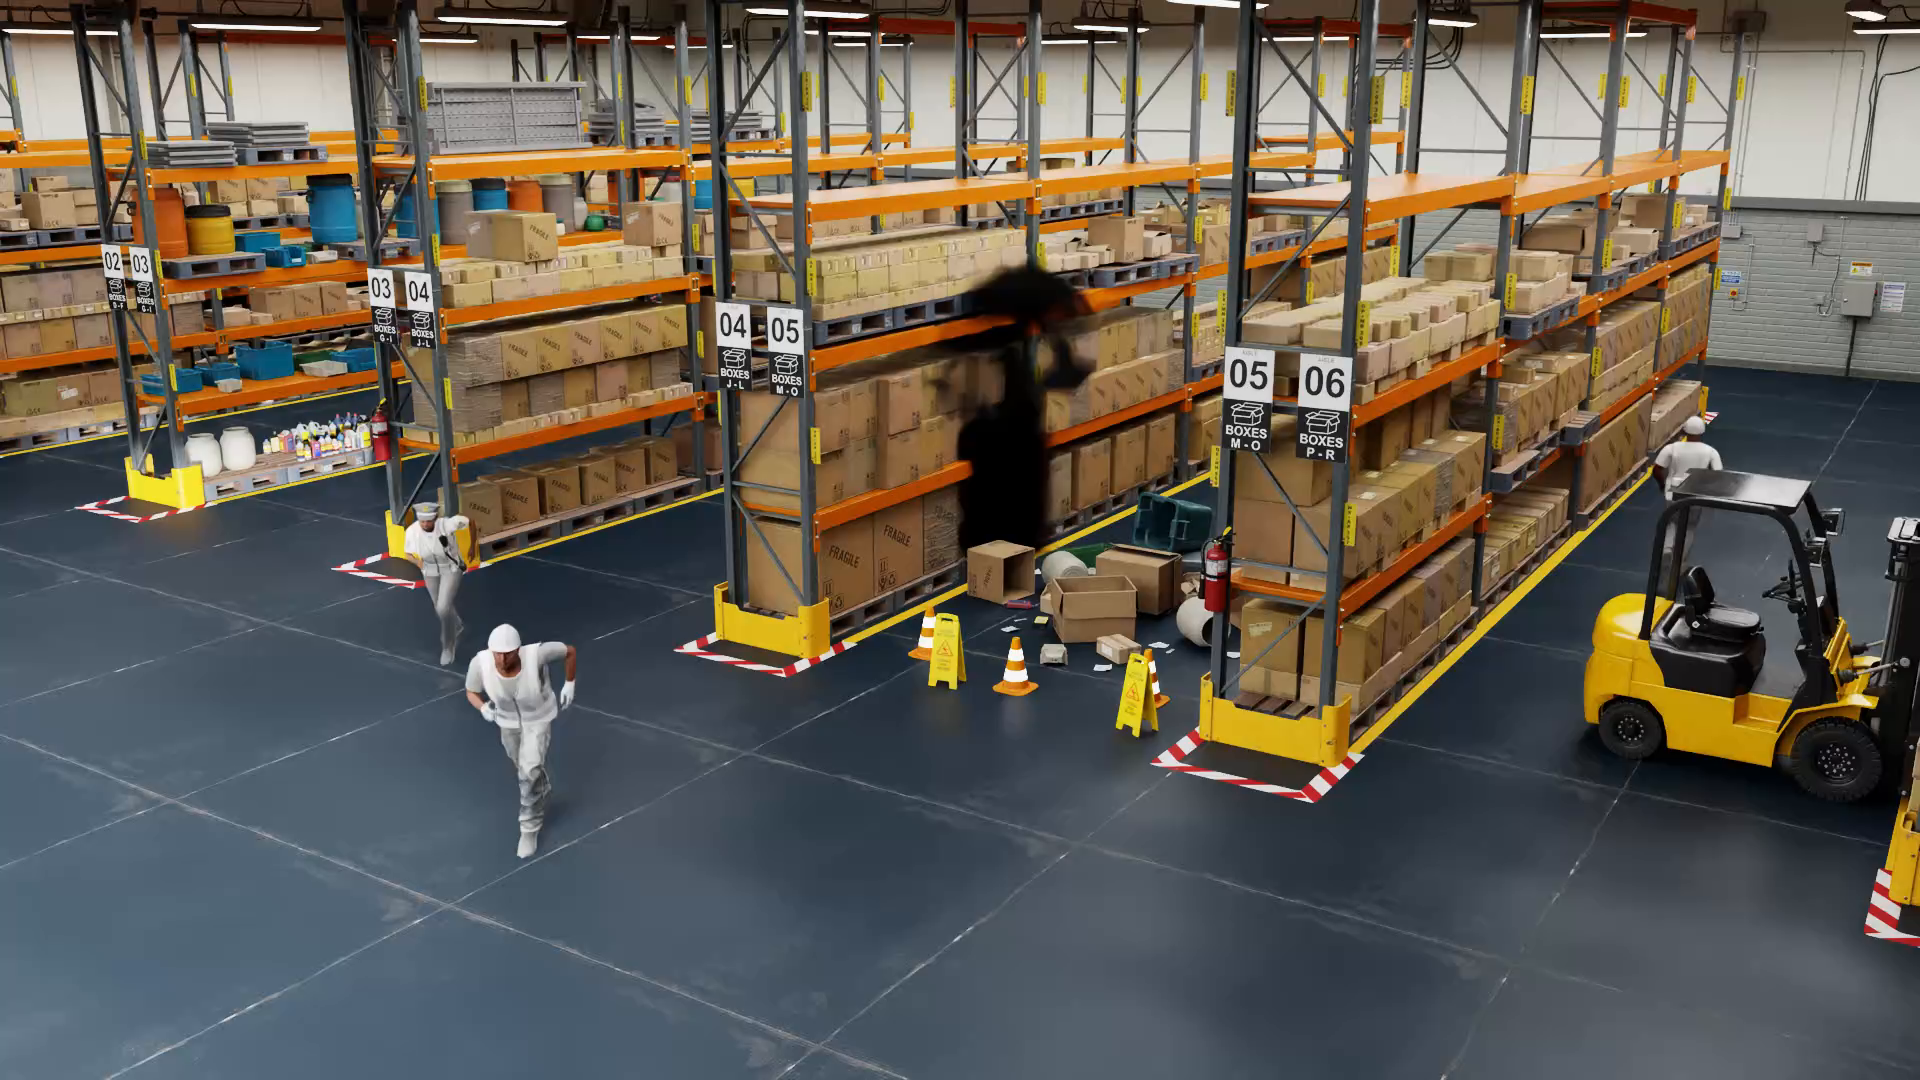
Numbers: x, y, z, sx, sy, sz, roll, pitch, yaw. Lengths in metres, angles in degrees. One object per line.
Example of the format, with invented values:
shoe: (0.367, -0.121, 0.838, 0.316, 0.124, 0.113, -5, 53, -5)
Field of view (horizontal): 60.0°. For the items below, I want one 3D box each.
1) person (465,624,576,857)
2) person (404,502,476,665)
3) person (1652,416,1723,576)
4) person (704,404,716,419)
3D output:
person: (-2.999, 1.298, 11.541, 0.729, 1.722, 1.024, 0, 16, -1)
person: (-4.693, 0.349, 15.169, 0.613, 1.592, 0.958, -1, 16, -3)
person: (7.740, -0.485, 17.736, 0.681, 1.720, 0.591, 7, 17, 24)
person: (-3.691, -2.260, 24.016, 0.679, 1.839, 0.842, 8, 18, 27)
